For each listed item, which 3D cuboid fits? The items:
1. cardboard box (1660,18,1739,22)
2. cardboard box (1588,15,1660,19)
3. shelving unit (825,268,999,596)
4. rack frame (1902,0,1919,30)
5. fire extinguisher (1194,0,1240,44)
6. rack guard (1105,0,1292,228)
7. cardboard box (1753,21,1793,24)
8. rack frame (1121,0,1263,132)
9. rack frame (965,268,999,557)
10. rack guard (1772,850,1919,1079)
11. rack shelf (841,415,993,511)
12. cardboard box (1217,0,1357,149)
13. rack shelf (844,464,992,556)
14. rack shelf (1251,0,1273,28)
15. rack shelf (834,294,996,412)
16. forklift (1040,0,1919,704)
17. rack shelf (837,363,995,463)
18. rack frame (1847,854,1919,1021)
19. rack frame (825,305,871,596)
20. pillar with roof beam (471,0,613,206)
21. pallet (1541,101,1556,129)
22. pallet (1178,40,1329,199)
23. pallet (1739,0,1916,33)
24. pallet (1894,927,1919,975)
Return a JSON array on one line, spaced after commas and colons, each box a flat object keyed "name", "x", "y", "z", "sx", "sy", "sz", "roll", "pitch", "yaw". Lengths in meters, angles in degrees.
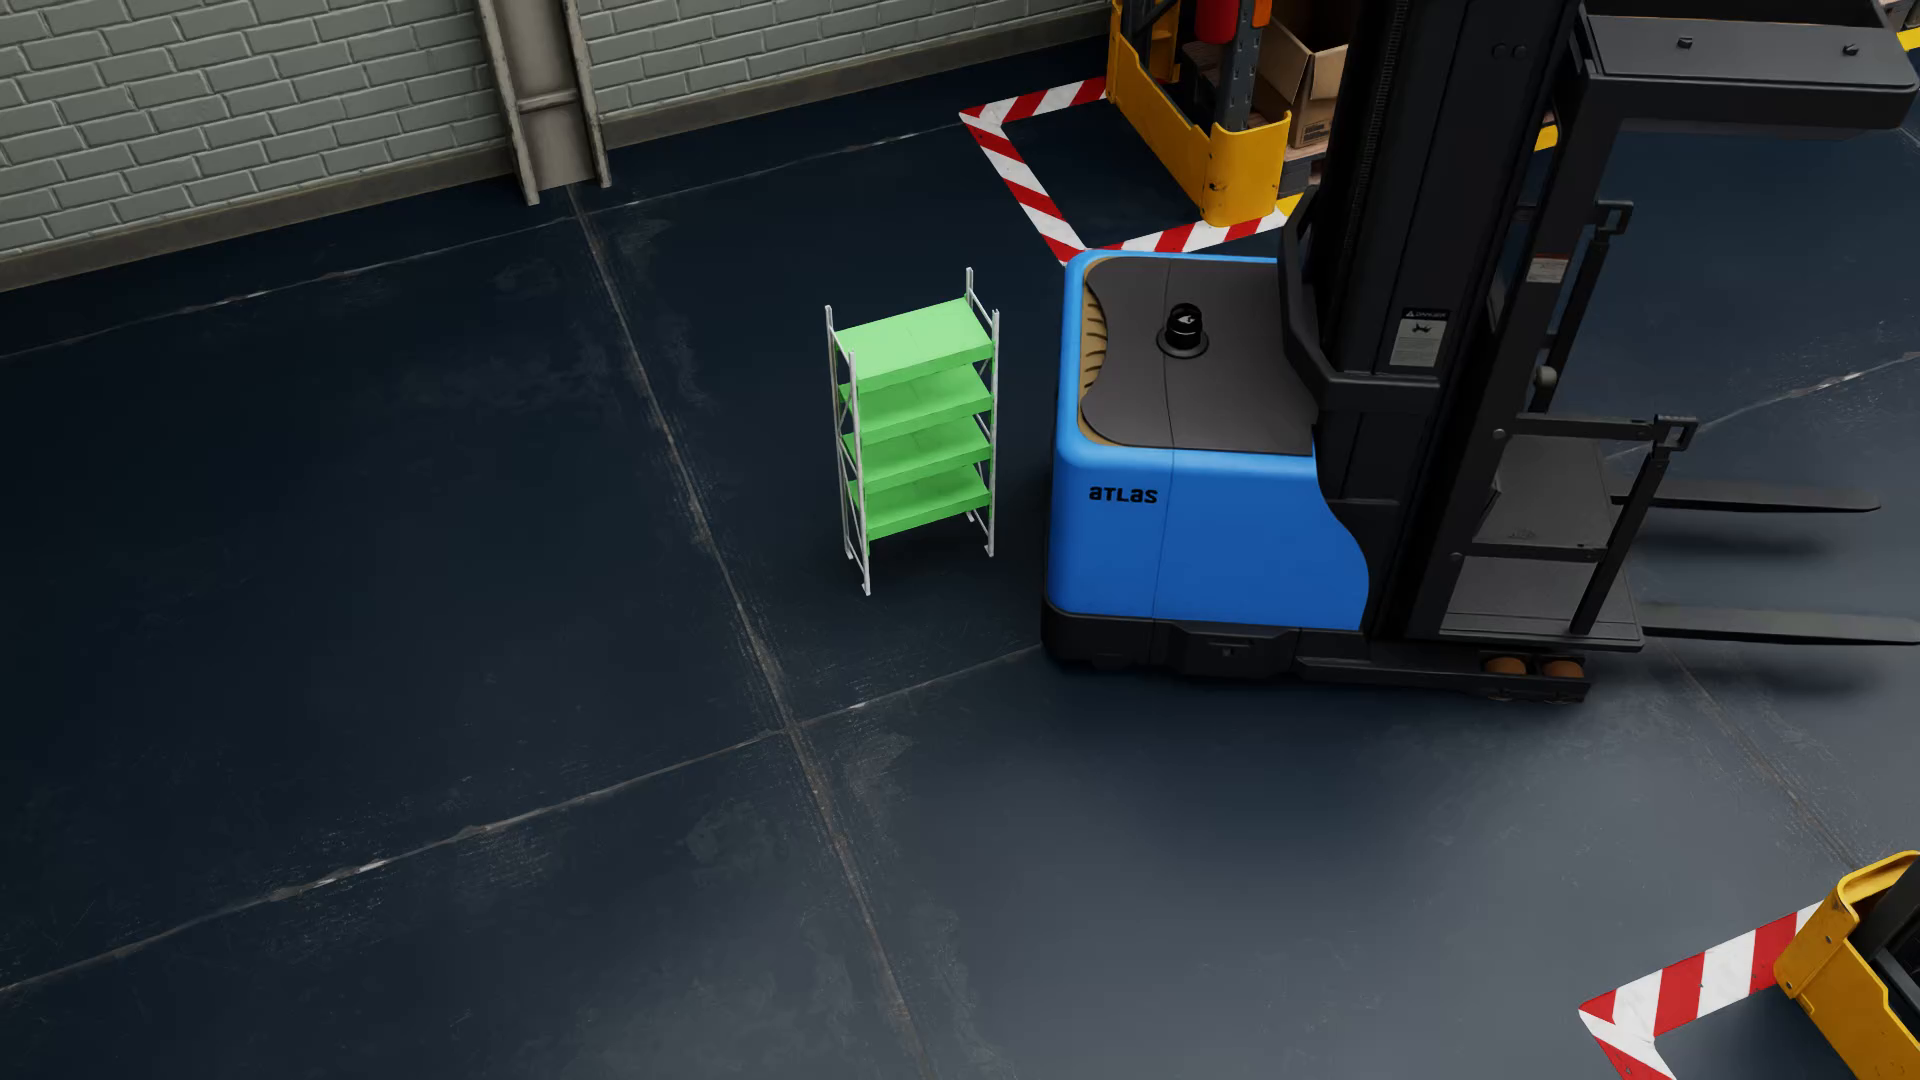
[{"name": "cardboard box", "x": 3.368, "y": -2.747, "z": 8.003, "sx": 0.500, "sy": 0.500, "sz": 0.700, "roll": -19, "pitch": 52, "yaw": -16}, {"name": "cardboard box", "x": 2.934, "y": -2.530, "z": 7.817, "sx": 0.500, "sy": 0.500, "sz": 0.500, "roll": -16, "pitch": 51, "yaw": -14}, {"name": "shelving unit", "x": -0.153, "y": -0.343, "z": 5.754, "sx": 0.503, "sy": 1.200, "sz": 0.258, "roll": -17, "pitch": 52, "yaw": -14}, {"name": "rack frame", "x": 4.702, "y": -3.947, "z": 7.663, "sx": 0.127, "sy": 3.000, "sz": 1.000, "roll": -17, "pitch": 52, "yaw": -14}, {"name": "fire extinguisher", "x": 1.037, "y": -2.286, "z": 6.533, "sx": 0.183, "sy": 0.674, "sz": 0.296, "roll": -17, "pitch": 52, "yaw": -14}, {"name": "rack guard", "x": 1.069, "y": -2.007, "z": 7.644, "sx": 0.348, "sy": 0.500, "sz": 1.175, "roll": -17, "pitch": 52, "yaw": -14}, {"name": "cardboard box", "x": 3.967, "y": -2.725, "z": 8.138, "sx": 0.258, "sy": 0.266, "sz": 0.396, "roll": -16, "pitch": 51, "yaw": -13}, {"name": "rack frame", "x": 0.999, "y": -2.800, "z": 6.677, "sx": 0.127, "sy": 3.000, "sz": 1.000, "roll": -17, "pitch": 52, "yaw": -14}, {"name": "rack frame", "x": 0.073, "y": -0.413, "z": 5.814, "sx": 0.015, "sy": 1.200, "sz": 0.240, "roll": -17, "pitch": 52, "yaw": -14}, {"name": "rack guard", "x": 2.857, "y": 1.506, "z": 4.627, "sx": 0.348, "sy": 0.500, "sz": 1.175, "roll": -17, "pitch": 52, "yaw": -14}, {"name": "rack shelf", "x": -0.153, "y": -0.302, "z": 5.802, "sx": 0.480, "sy": 0.148, "sz": 0.258, "roll": -17, "pitch": 52, "yaw": -14}, {"name": "cardboard box", "x": 1.601, "y": -2.232, "z": 7.558, "sx": 0.637, "sy": 0.503, "sz": 0.797, "roll": -19, "pitch": 52, "yaw": -16}, {"name": "rack shelf", "x": -0.153, "y": -0.145, "z": 5.985, "sx": 0.480, "sy": 0.148, "sz": 0.258, "roll": -17, "pitch": 52, "yaw": -14}, {"name": "rack shelf", "x": 2.850, "y": -3.139, "z": 7.443, "sx": 4.000, "sy": 0.370, "sz": 1.077, "roll": -17, "pitch": 52, "yaw": -14}, {"name": "rack shelf", "x": -0.153, "y": -0.614, "z": 5.438, "sx": 0.480, "sy": 0.148, "sz": 0.258, "roll": -17, "pitch": 52, "yaw": -14}, {"name": "forklift", "x": 1.827, "y": -0.808, "z": 5.012, "sx": 3.031, "sy": 2.935, "sz": 1.130, "roll": 3, "pitch": 49, "yaw": 3}, {"name": "rack shelf", "x": -0.153, "y": -0.458, "z": 5.620, "sx": 0.480, "sy": 0.148, "sz": 0.258, "roll": -17, "pitch": 52, "yaw": -14}, {"name": "rack frame", "x": 2.879, "y": 0.685, "z": 3.684, "sx": 0.127, "sy": 3.000, "sz": 1.000, "roll": -17, "pitch": 52, "yaw": -14}, {"name": "rack frame", "x": -0.379, "y": -0.273, "z": 5.694, "sx": 0.015, "sy": 1.200, "sz": 0.240, "roll": -17, "pitch": 52, "yaw": -14}, {"name": "pillar with roof beam", "x": -0.210, "y": -1.590, "z": 1.684, "sx": 0.400, "sy": 9.000, "sz": 9.100, "roll": -17, "pitch": 52, "yaw": -14}, {"name": "pallet", "x": 2.934, "y": -2.489, "z": 8.249, "sx": 1.213, "sy": 0.211, "sz": 1.003, "roll": -17, "pitch": 52, "yaw": -14}, {"name": "pallet", "x": 1.807, "y": -2.142, "z": 7.951, "sx": 1.213, "sy": 0.211, "sz": 1.003, "roll": -17, "pitch": 52, "yaw": -14}, {"name": "pallet", "x": 4.066, "y": -2.842, "z": 8.552, "sx": 1.213, "sy": 0.211, "sz": 1.003, "roll": -17, "pitch": 52, "yaw": -14}, {"name": "pallet", "x": 3.590, "y": 1.309, "z": 4.986, "sx": 1.213, "sy": 0.211, "sz": 1.003, "roll": -17, "pitch": 52, "yaw": -14}]
